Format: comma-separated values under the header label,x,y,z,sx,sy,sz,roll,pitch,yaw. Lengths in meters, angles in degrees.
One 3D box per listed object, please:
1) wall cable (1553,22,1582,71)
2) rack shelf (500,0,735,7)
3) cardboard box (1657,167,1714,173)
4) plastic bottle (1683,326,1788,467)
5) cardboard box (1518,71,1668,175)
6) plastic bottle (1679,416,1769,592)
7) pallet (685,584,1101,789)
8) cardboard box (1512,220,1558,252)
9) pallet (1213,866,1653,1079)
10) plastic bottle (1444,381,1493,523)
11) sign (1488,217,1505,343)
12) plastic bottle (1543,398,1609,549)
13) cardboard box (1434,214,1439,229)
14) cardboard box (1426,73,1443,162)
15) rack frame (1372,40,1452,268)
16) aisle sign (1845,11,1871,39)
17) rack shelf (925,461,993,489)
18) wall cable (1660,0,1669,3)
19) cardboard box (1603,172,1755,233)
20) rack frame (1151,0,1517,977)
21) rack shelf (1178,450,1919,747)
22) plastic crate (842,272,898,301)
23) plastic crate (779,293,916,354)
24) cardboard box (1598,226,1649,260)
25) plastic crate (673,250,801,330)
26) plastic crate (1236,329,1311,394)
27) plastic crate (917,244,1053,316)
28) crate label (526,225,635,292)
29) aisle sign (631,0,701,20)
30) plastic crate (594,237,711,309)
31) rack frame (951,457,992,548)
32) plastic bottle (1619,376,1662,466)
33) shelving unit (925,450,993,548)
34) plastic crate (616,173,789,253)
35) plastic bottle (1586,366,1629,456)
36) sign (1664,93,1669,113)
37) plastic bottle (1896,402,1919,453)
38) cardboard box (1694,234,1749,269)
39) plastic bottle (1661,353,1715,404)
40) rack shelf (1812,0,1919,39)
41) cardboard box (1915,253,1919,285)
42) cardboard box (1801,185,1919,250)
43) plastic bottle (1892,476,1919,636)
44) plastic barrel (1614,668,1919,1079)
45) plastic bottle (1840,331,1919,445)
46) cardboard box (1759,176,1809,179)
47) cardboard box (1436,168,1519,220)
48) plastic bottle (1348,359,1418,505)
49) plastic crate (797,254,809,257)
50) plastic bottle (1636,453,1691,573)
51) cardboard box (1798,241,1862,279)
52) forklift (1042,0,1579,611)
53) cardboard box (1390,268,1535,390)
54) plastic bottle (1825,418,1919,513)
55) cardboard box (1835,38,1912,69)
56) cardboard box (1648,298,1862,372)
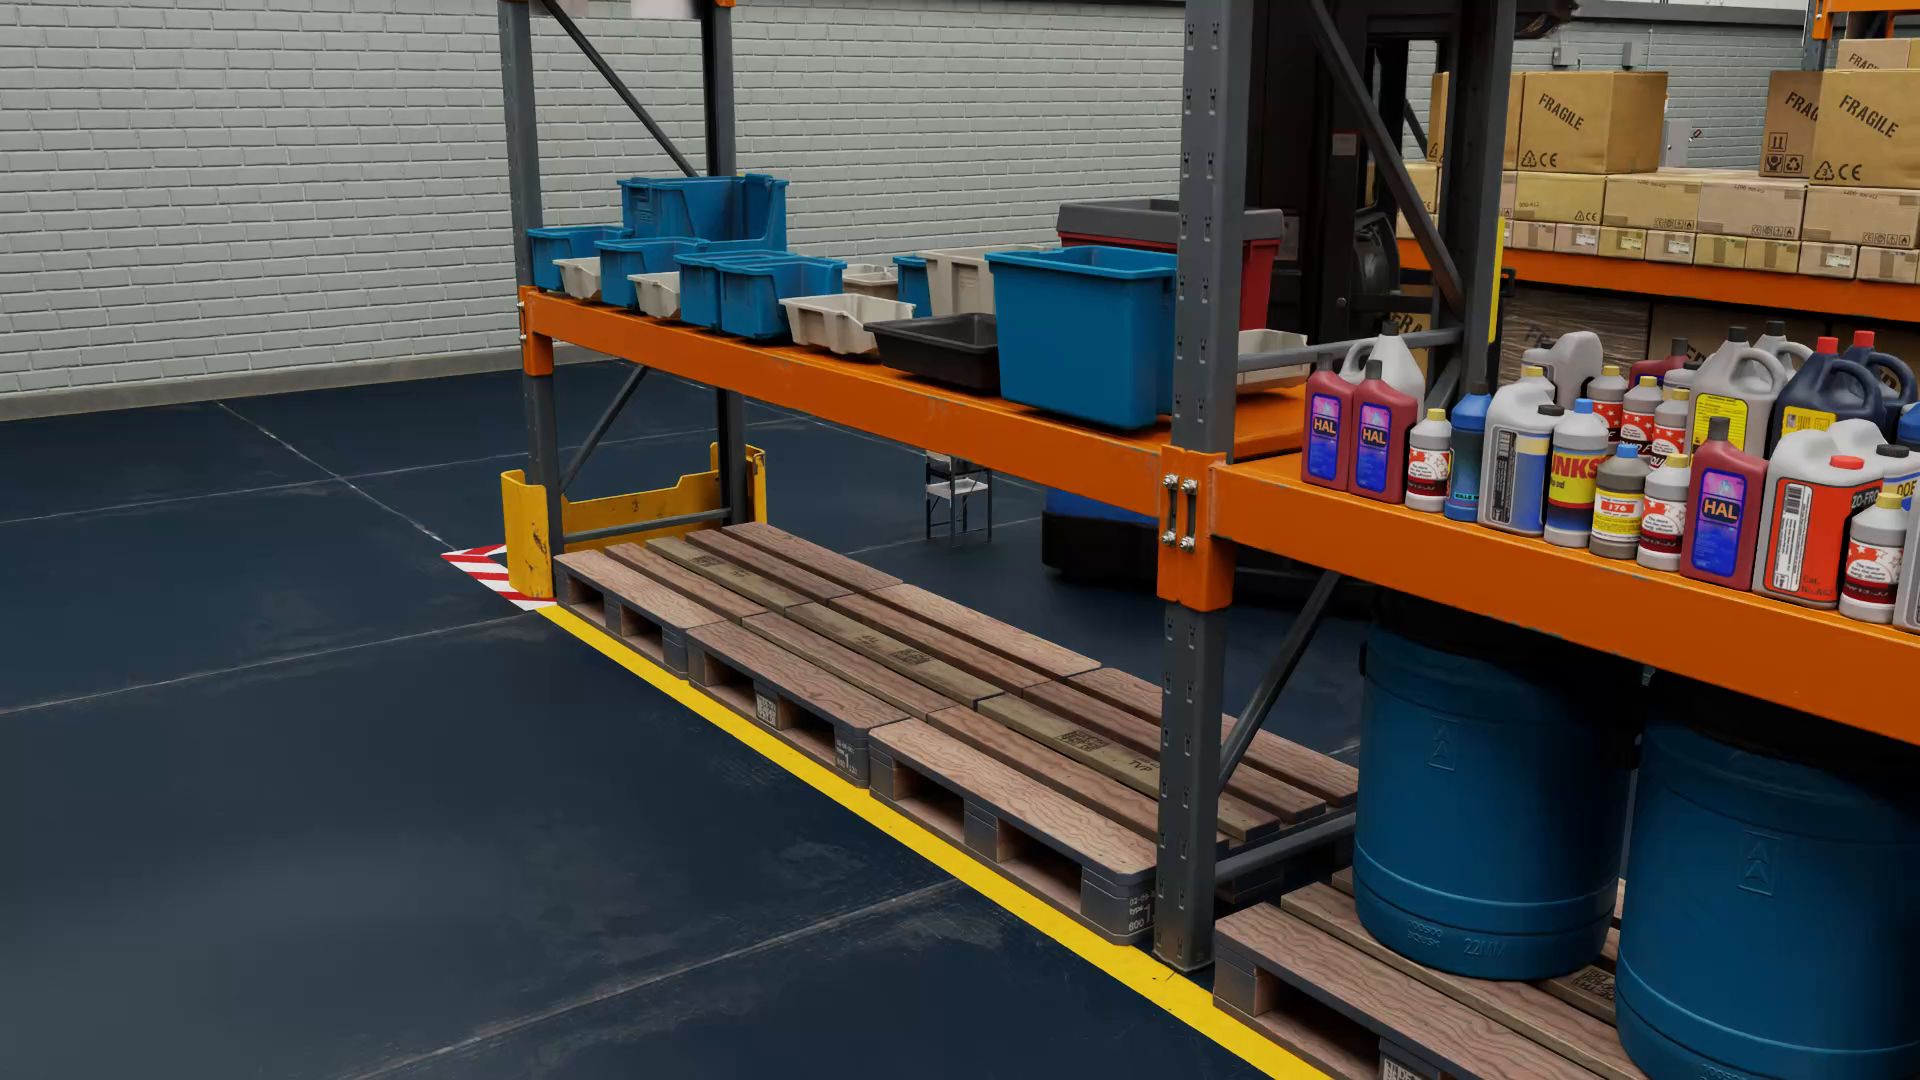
label,x,y,z,sx,sy,sz,roll,pitch,yaw
wall cable,7.263,-5.321,19.853,0.585,1.953,0.123,-11,19,-35
rack shelf,-0.249,-1.982,5.315,1.077,0.370,4.000,-11,19,-35
cardboard box,3.678,-1.869,8.945,0.500,0.250,0.500,-12,19,-36
plastic bottle,1.616,-0.263,3.449,0.144,0.351,0.185,-11,19,-35
cardboard box,3.249,-2.150,8.548,0.500,0.500,0.500,-11,19,-36
plastic bottle,1.320,-0.064,2.850,0.061,0.283,0.133,-11,19,-35
pallet,-0.258,0.479,5.928,1.003,0.211,1.213,-11,19,-35
cardboard box,3.129,-1.610,8.753,0.380,0.149,0.250,-11,19,-36
pallet,1.347,1.062,3.798,1.003,0.211,1.213,-11,19,-35
plastic bottle,1.016,-0.177,3.285,0.097,0.271,0.097,0,15,0
sign,1.373,-0.673,4.329,0.100,0.325,0.005,-11,19,-35
plastic bottle,1.152,-0.128,3.104,0.097,0.271,0.097,0,15,0
cardboard box,2.826,-1.720,9.155,0.380,0.149,0.250,-11,19,-36
cardboard box,3.081,-2.447,9.635,0.500,0.500,0.500,-11,19,-34
rack frame,2.582,-2.078,9.985,1.000,3.000,0.127,-11,19,-35
aisle sign,6.853,-4.142,12.603,0.394,0.787,0.004,-11,19,-35
rack shelf,-0.005,-0.317,7.996,0.258,0.077,0.200,-11,19,-35
wall cable,9.911,-8.239,21.061,2.988,3.039,0.133,-11,19,-35
cardboard box,3.560,-1.676,8.238,0.500,0.250,0.500,-11,19,-36
rack frame,0.927,-0.455,4.055,1.000,3.000,0.127,-11,19,-35
rack shelf,2.103,0.319,2.590,1.077,0.370,4.000,-11,19,-35
plastic crate,-0.268,-0.884,6.011,0.298,0.136,0.250,-11,19,-35
plastic crate,-0.340,-0.682,5.270,0.293,0.136,0.466,-11,19,-35
cardboard box,3.429,-1.501,8.355,0.380,0.149,0.250,-11,19,-36
plastic crate,-0.772,-0.872,5.784,0.416,0.233,0.300,-11,19,-35
plastic crate,0.769,-0.478,4.526,0.396,0.136,0.243,-11,19,-35
plastic crate,0.178,-0.781,5.359,0.437,0.282,0.530,-11,19,-35
crate label,-1.546,-1.153,6.811,0.416,0.233,0.303,-11,19,-35
aisle sign,-1.230,-2.624,7.055,0.394,0.787,0.004,-11,19,-35
plastic crate,-1.159,-1.013,6.297,0.416,0.233,0.300,-11,19,-35
rack frame,0.055,-0.414,7.884,0.240,0.900,0.006,-11,19,-35
plastic bottle,1.540,-0.266,3.744,0.097,0.201,0.097,0,15,0
shelving unit,-0.005,-0.436,7.964,0.258,0.900,0.210,-11,19,-35
plastic crate,-1.077,-1.312,7.008,0.616,0.435,0.499,-11,19,-35
plastic bottle,1.511,-0.304,3.882,0.097,0.201,0.097,0,15,0
sign,8.882,-5.545,21.090,0.339,0.242,0.001,-11,19,-35
plastic bottle,1.842,-0.150,3.184,0.097,0.271,0.097,0,15,0
cardboard box,3.733,-1.391,7.952,0.380,0.149,0.250,-11,19,-35
plastic bottle,1.635,-0.283,3.663,0.152,0.276,0.135,-11,19,-35
rack shelf,7.829,-3.499,10.858,1.077,0.370,4.000,-11,19,-35
cardboard box,4.337,-1.172,7.151,0.380,0.149,0.250,-10,18,-33
cardboard box,4.155,-1.458,7.443,0.500,0.250,0.500,-10,18,-33
plastic bottle,1.572,0.010,2.591,0.152,0.276,0.135,-11,19,-35
plastic barrel,1.649,0.625,3.290,0.600,0.901,0.708,-11,19,-35
plastic bottle,1.841,-0.246,3.386,0.144,0.351,0.185,-11,19,-35
cardboard box,4.271,-1.652,8.152,0.500,0.250,0.500,-10,18,-33
cardboard box,2.956,-1.894,9.036,0.500,0.250,0.500,-11,19,-35
plastic bottle,0.876,-0.225,3.439,0.061,0.283,0.133,-11,19,-35
plastic crate,-0.799,-1.065,6.669,0.396,0.136,0.243,-11,19,-35
plastic bottle,1.267,-0.052,2.961,0.097,0.201,0.097,0,15,0
cardboard box,4.036,-1.281,7.551,0.380,0.149,0.250,-10,18,-34
forklift,1.932,-1.204,6.922,3.031,2.935,1.130,6,17,22
cardboard box,3.023,-1.131,9.756,0.875,0.875,0.875,-11,19,-35
plastic bottle,1.558,-0.063,2.858,0.152,0.276,0.135,-11,19,-35
cardboard box,6.702,-3.363,12.034,0.500,0.500,0.500,-11,19,-35
cardboard box,4.081,-0.747,8.352,0.875,0.875,0.875,-11,19,-35
